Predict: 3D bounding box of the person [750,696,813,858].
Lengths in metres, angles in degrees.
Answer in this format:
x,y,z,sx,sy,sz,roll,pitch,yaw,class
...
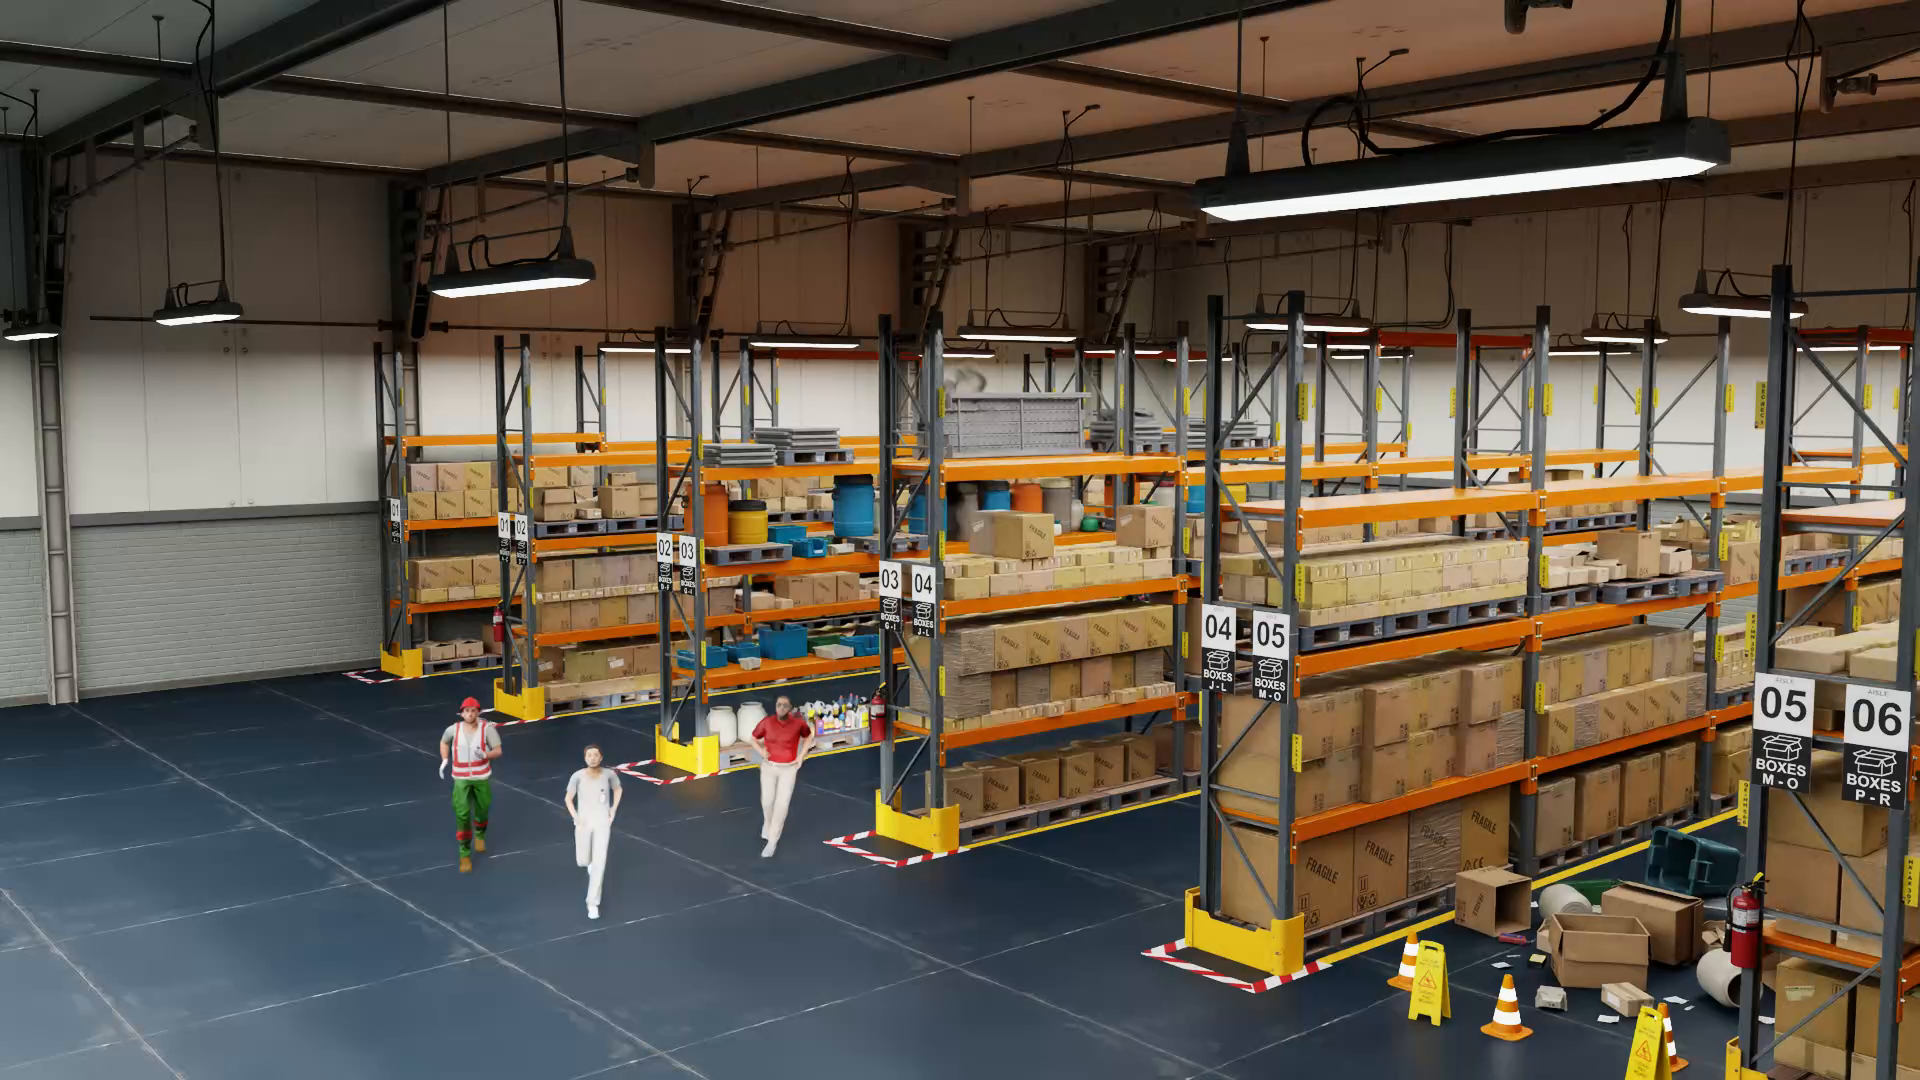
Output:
x,y,z,sx,sy,sz,roll,pitch,yaw,class
-2.016,2.607,18.710,0.685,1.741,0.913,0,5,3,person

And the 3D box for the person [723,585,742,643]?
x,y,z,sx,sy,sz,roll,pitch,yaw,class
-4.240,1.496,30.807,0.569,1.719,0.674,-4,7,-37,person

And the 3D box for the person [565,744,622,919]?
x,y,z,sx,sy,sz,roll,pitch,yaw,class
-3.669,2.856,16.670,0.547,1.652,0.996,-1,5,-6,person

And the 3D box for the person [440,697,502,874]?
x,y,z,sx,sy,sz,roll,pitch,yaw,class
-5.306,2.608,18.058,0.655,1.817,0.909,-2,5,-17,person
